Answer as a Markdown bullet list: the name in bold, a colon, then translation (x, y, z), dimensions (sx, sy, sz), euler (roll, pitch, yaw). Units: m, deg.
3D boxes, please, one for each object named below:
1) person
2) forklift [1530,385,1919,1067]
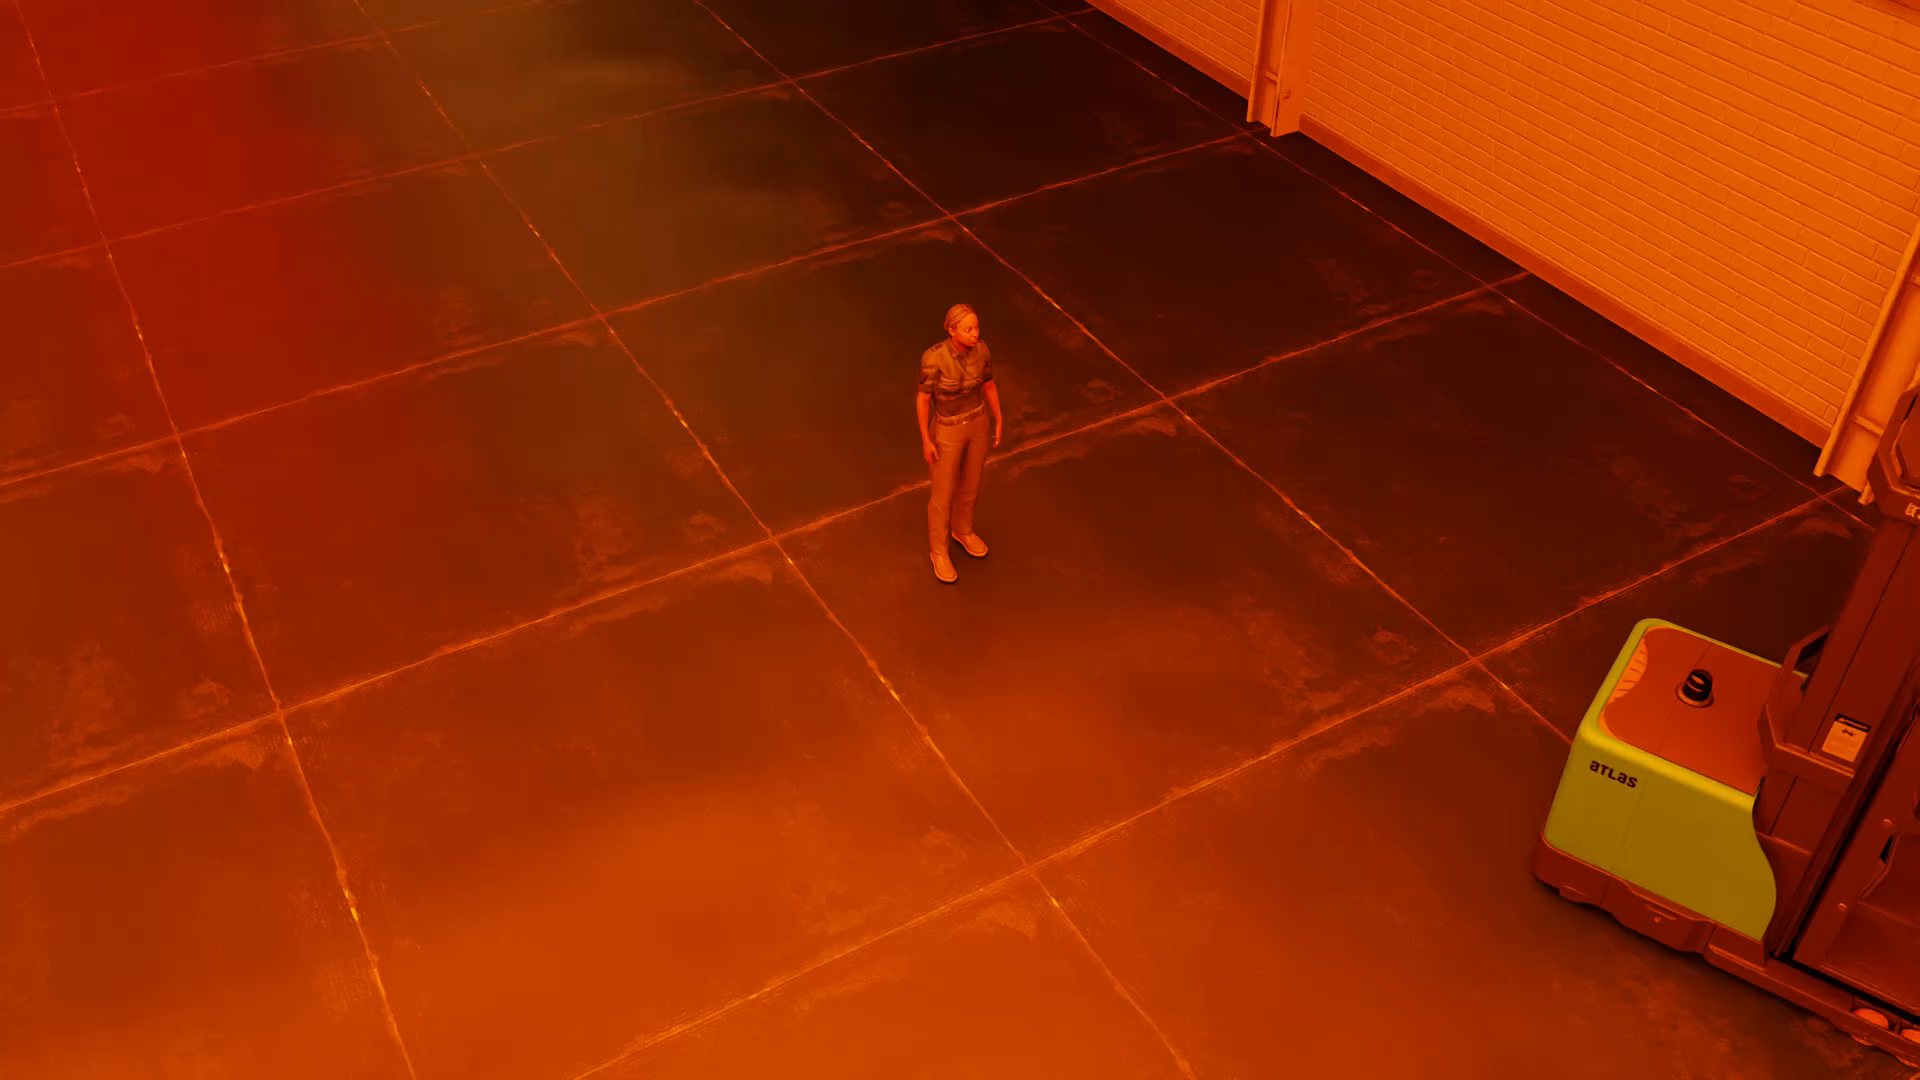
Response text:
- **person**: translation (0.026, -0.587, 9.733), dimensions (0.569, 1.654, 0.504), euler (-20, 44, -23)
- **forklift**: translation (4.334, 0.848, 7.014), dimensions (3.031, 2.935, 1.130), euler (24, 45, 26)
